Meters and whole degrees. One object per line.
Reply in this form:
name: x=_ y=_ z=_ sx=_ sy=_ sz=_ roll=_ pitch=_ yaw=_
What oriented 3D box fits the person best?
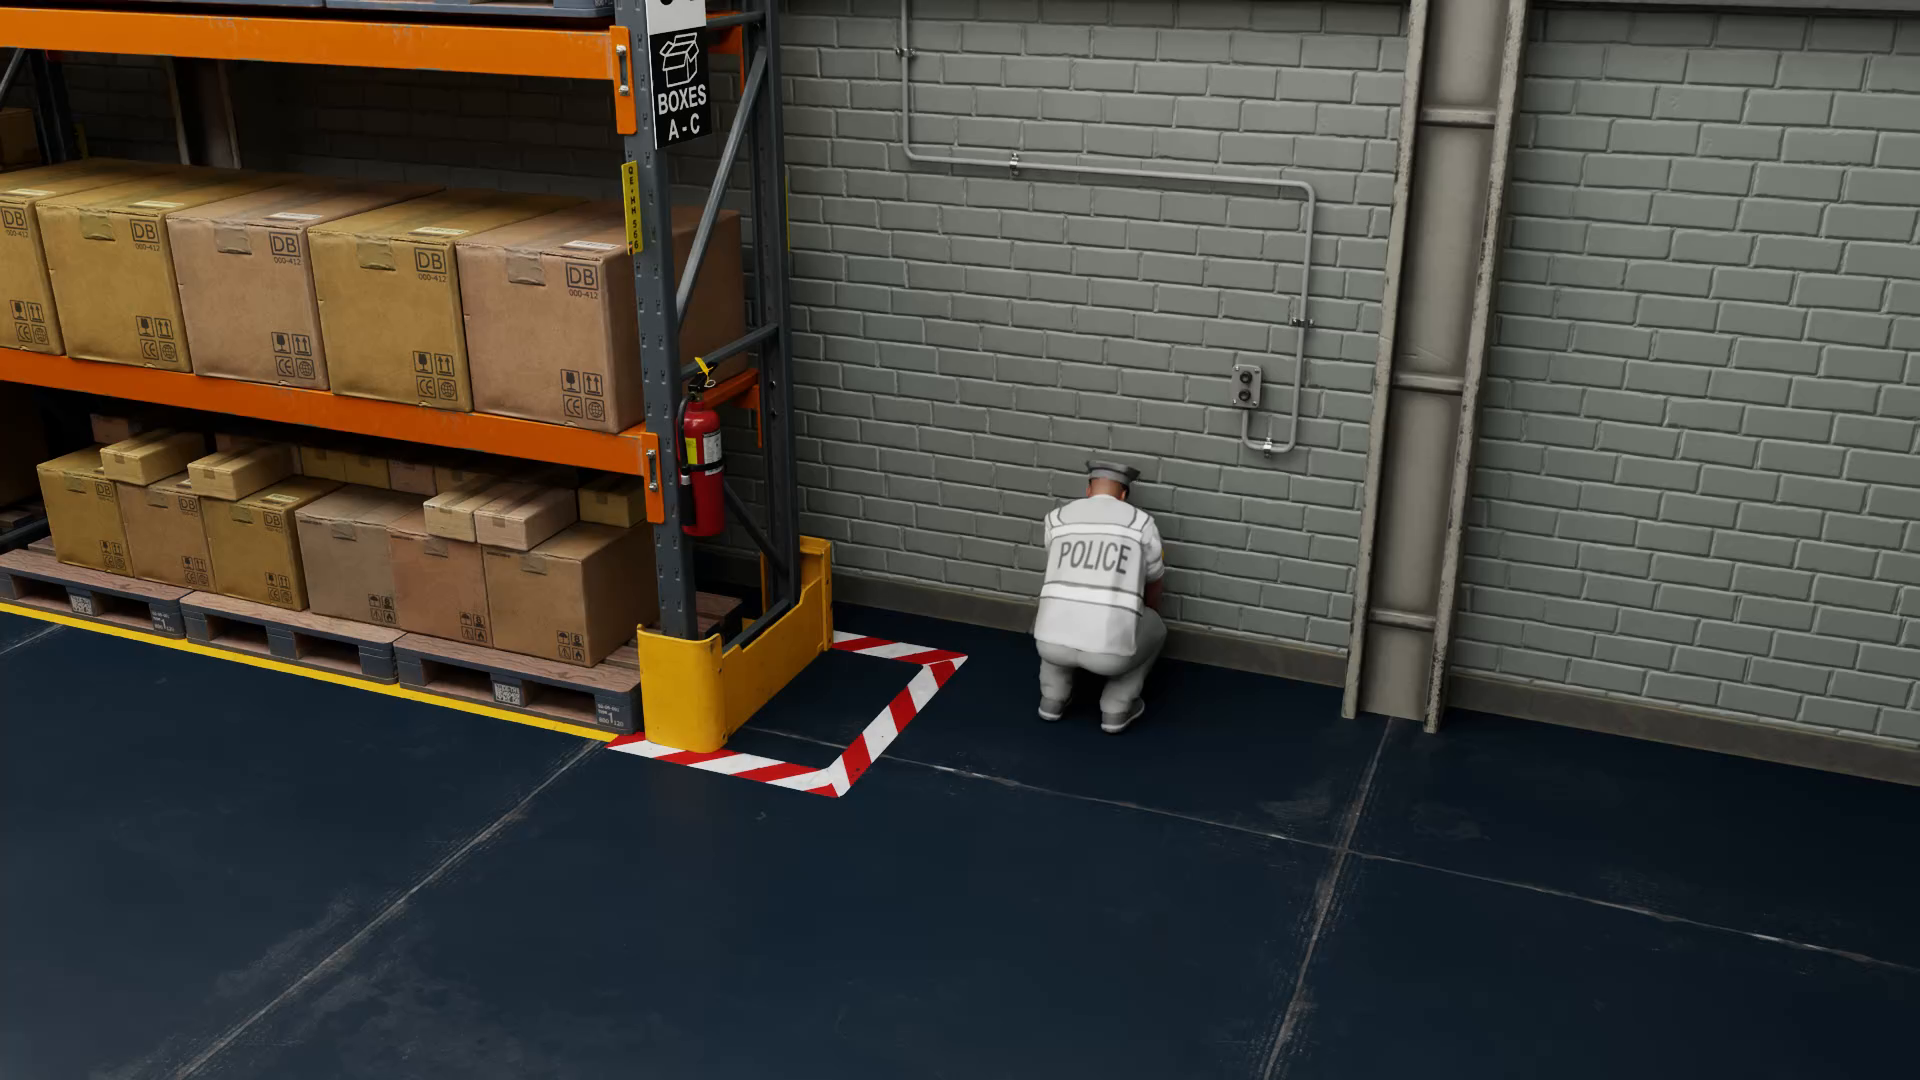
person: x=0.596 y=0.221 z=7.032 sx=0.545 sy=1.021 sz=0.912 roll=8 pitch=24 yaw=19
